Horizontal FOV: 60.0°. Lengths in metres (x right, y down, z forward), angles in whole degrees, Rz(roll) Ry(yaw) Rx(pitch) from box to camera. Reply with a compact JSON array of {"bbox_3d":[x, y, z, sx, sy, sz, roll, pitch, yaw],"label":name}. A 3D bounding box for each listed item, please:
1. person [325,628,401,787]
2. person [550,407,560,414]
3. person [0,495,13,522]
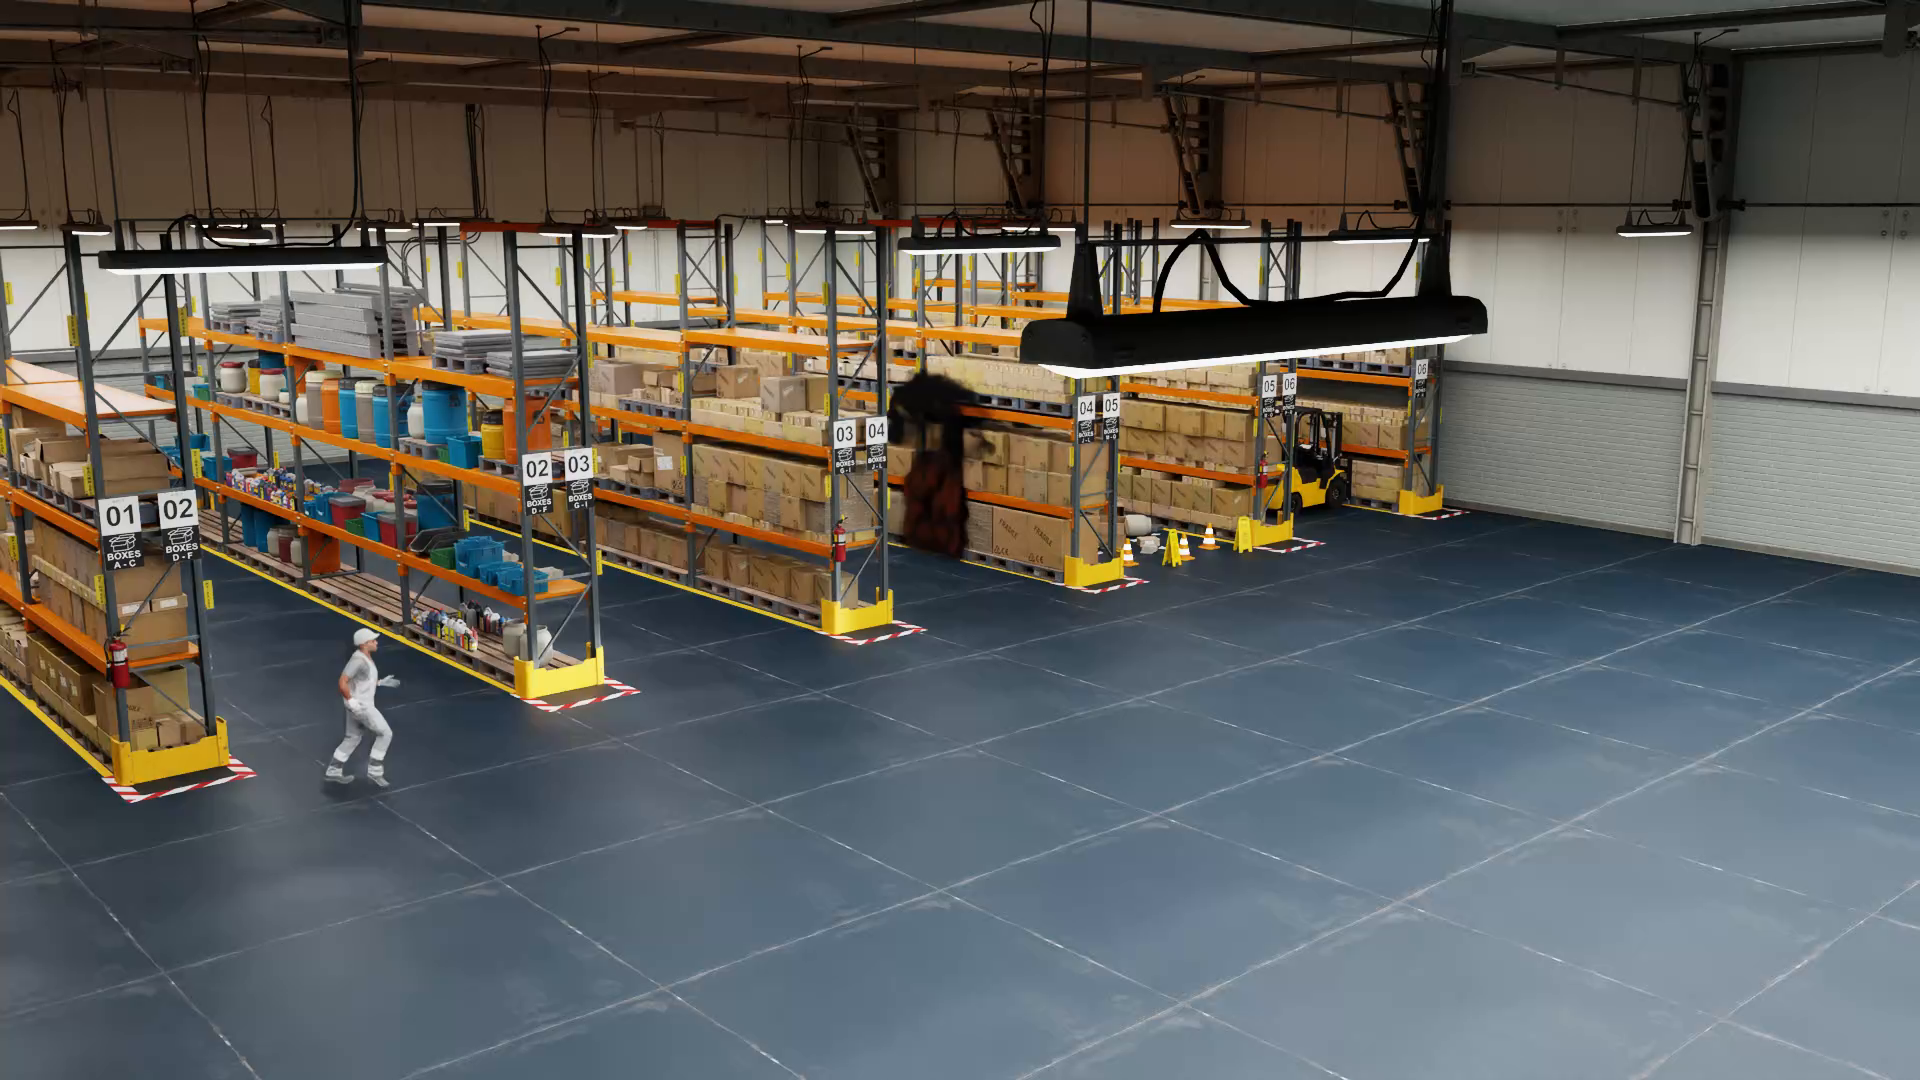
[{"bbox_3d":[-6.565,1.864,18.254,0.864,1.824,0.587,-5,12,-24],"label":"person"},{"bbox_3d":[-9.556,-2.334,39.120,0.703,1.733,0.767,-2,12,-9],"label":"person"},{"bbox_3d":[-17.737,-0.671,31.029,0.554,1.661,0.543,9,14,38],"label":"person"}]
